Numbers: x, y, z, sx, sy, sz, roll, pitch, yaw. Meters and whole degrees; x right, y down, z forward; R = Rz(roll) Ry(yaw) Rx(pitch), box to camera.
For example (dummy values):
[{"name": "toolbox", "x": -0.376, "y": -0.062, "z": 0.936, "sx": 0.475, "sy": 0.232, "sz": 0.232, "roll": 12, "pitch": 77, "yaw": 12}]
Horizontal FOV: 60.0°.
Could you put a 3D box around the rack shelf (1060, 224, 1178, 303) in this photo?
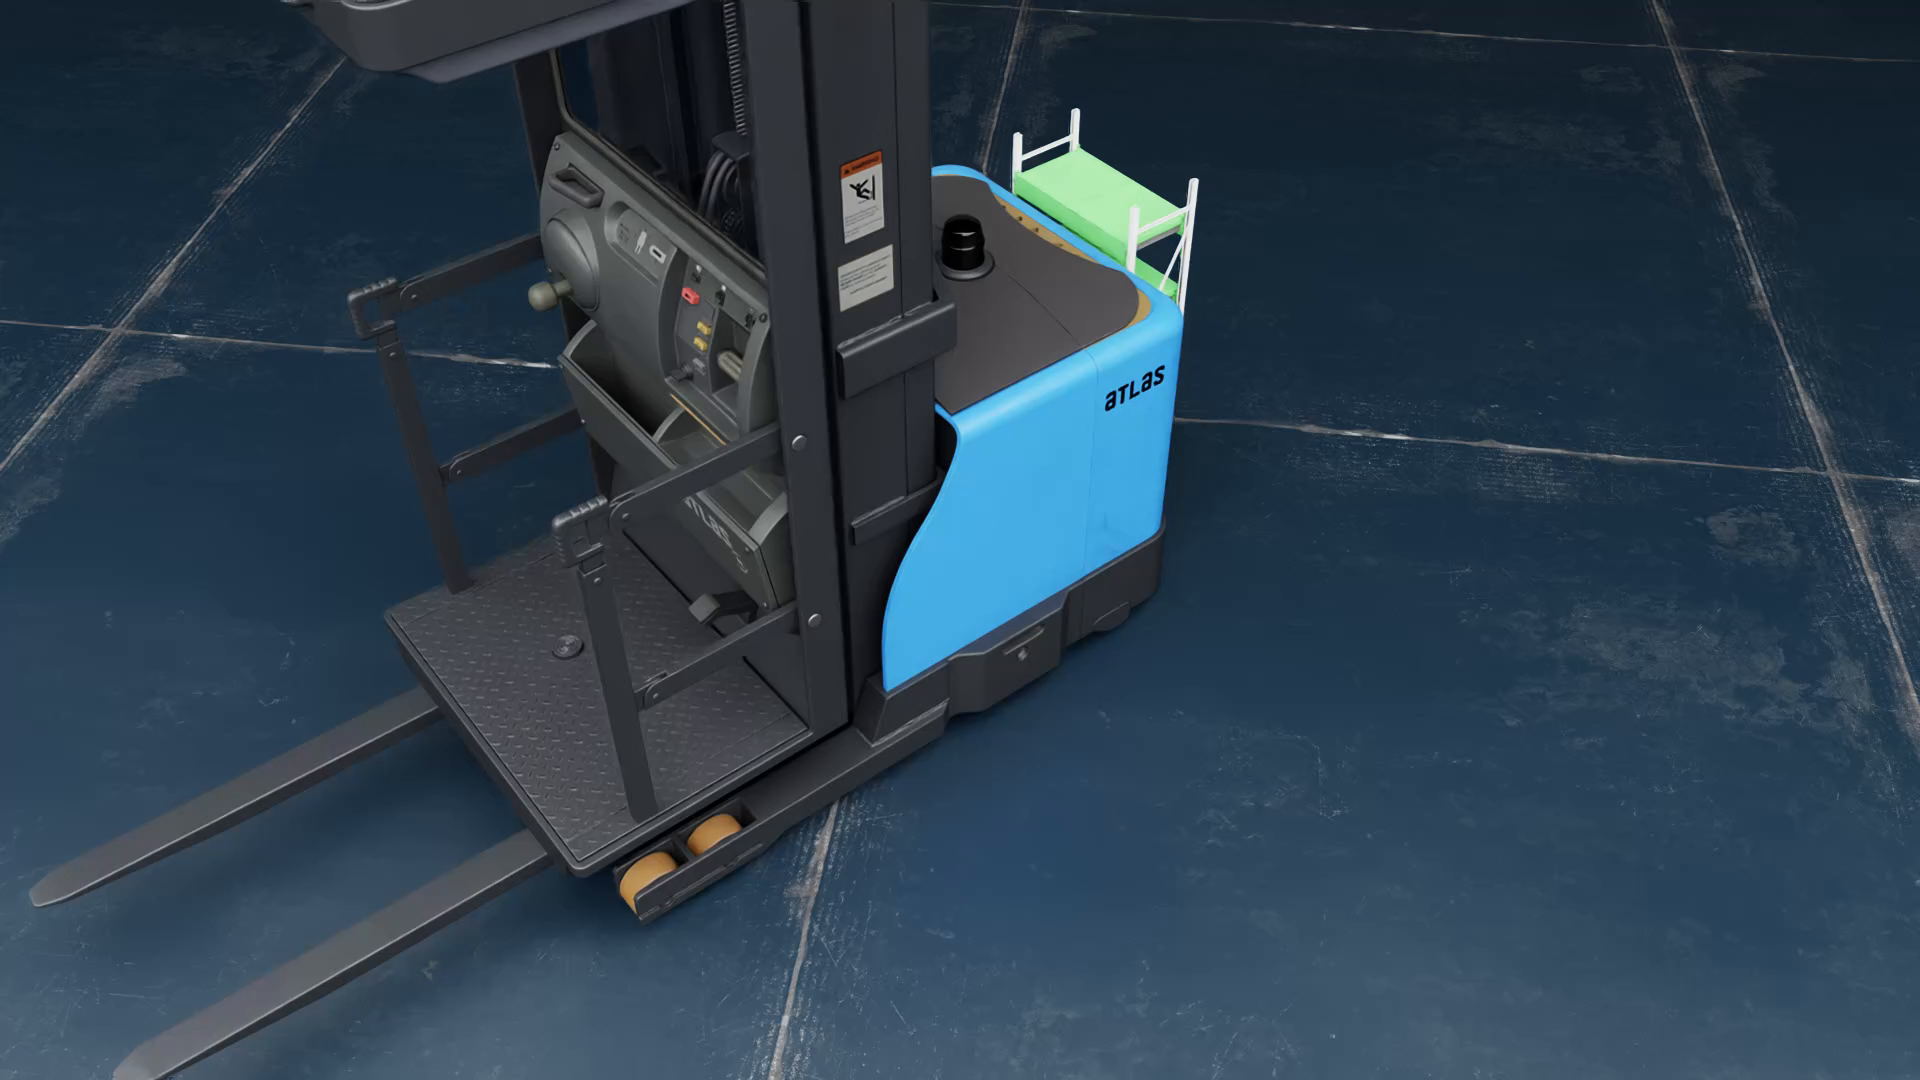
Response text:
[{"name": "rack shelf", "x": 0.402, "y": -0.760, "z": 4.923, "sx": 0.258, "sy": 0.148, "sz": 0.480, "roll": -29, "pitch": 50, "yaw": -27}]

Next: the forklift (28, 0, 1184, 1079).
[{"name": "forklift", "x": -0.865, "y": -0.519, "z": 3.666, "sx": 3.031, "sy": 2.935, "sz": 1.130, "roll": -29, "pitch": 50, "yaw": -27}]

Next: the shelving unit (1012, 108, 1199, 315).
[{"name": "shelving unit", "x": 0.402, "y": -0.632, "z": 5.044, "sx": 0.258, "sy": 1.200, "sz": 0.503, "roll": -29, "pitch": 50, "yaw": -27}]

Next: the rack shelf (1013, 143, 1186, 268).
[{"name": "rack shelf", "x": 0.402, "y": -0.934, "z": 4.758, "sx": 0.258, "sy": 0.148, "sz": 0.480, "roll": -29, "pitch": 50, "yaw": -27}]

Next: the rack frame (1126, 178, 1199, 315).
[{"name": "rack frame", "x": 0.554, "y": -0.500, "z": 4.906, "sx": 0.240, "sy": 1.200, "sz": 0.015, "roll": -29, "pitch": 50, "yaw": -27}]

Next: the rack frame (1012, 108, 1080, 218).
[{"name": "rack frame", "x": 0.250, "y": -0.763, "z": 5.183, "sx": 0.240, "sy": 1.200, "sz": 0.015, "roll": -29, "pitch": 50, "yaw": -27}]
